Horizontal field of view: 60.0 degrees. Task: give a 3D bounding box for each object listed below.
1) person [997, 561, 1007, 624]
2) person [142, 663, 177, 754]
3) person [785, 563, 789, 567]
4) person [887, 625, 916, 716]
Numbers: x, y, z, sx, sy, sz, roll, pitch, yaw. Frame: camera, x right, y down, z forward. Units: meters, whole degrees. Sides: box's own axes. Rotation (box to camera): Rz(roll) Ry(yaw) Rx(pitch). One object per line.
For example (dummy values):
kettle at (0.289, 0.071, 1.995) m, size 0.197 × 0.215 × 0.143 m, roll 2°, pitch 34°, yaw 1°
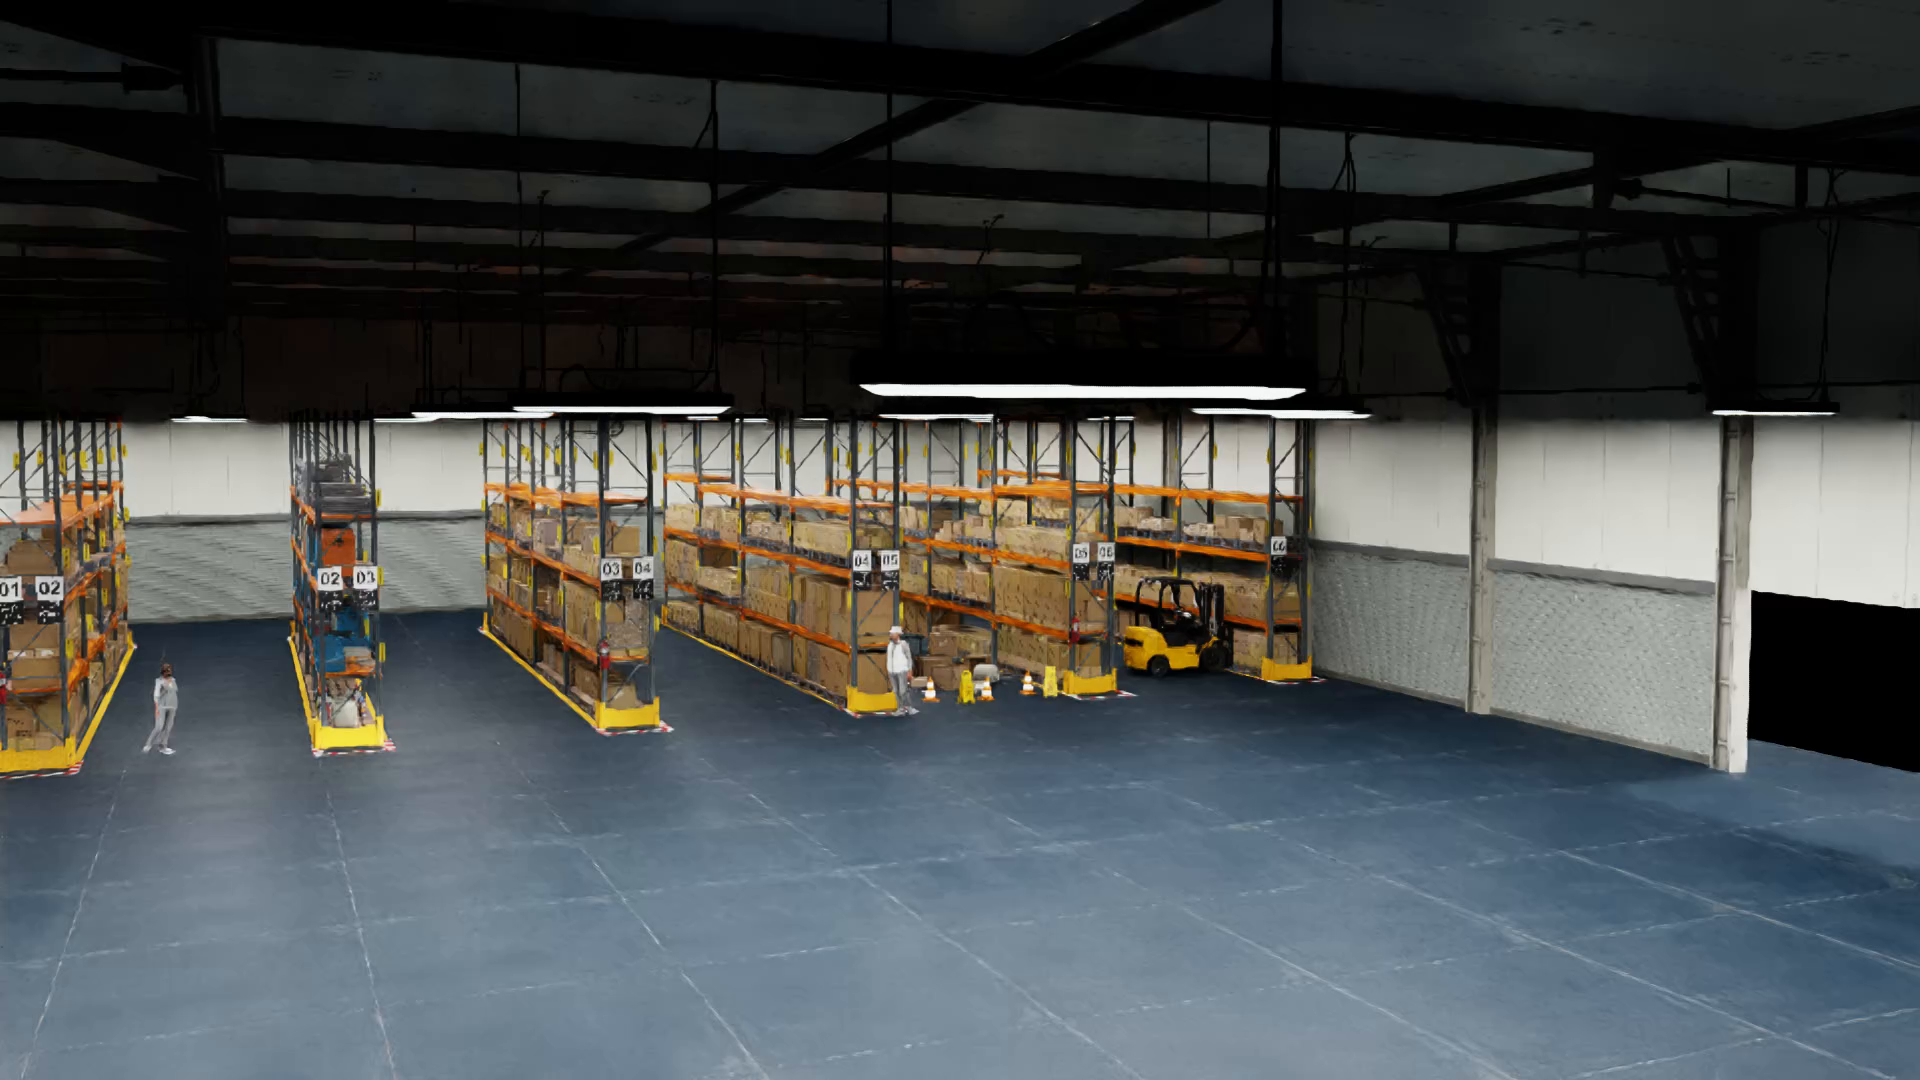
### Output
person at (1.239, 1.483, 47.604) m, size 0.604 × 1.775 × 0.657 m, roll 0°, pitch 4°, yaw -6°
person at (-13.794, 2.916, 28.666) m, size 0.462 × 1.586 × 0.572 m, roll 2°, pitch 4°, yaw 24°
person at (-5.100, 1.332, 49.837) m, size 0.389 × 1.770 × 0.639 m, roll -2°, pitch 4°, yaw -21°
person at (-1.164, 2.553, 32.514) m, size 0.645 × 1.765 × 0.419 m, roll 3°, pitch 5°, yaw 34°
